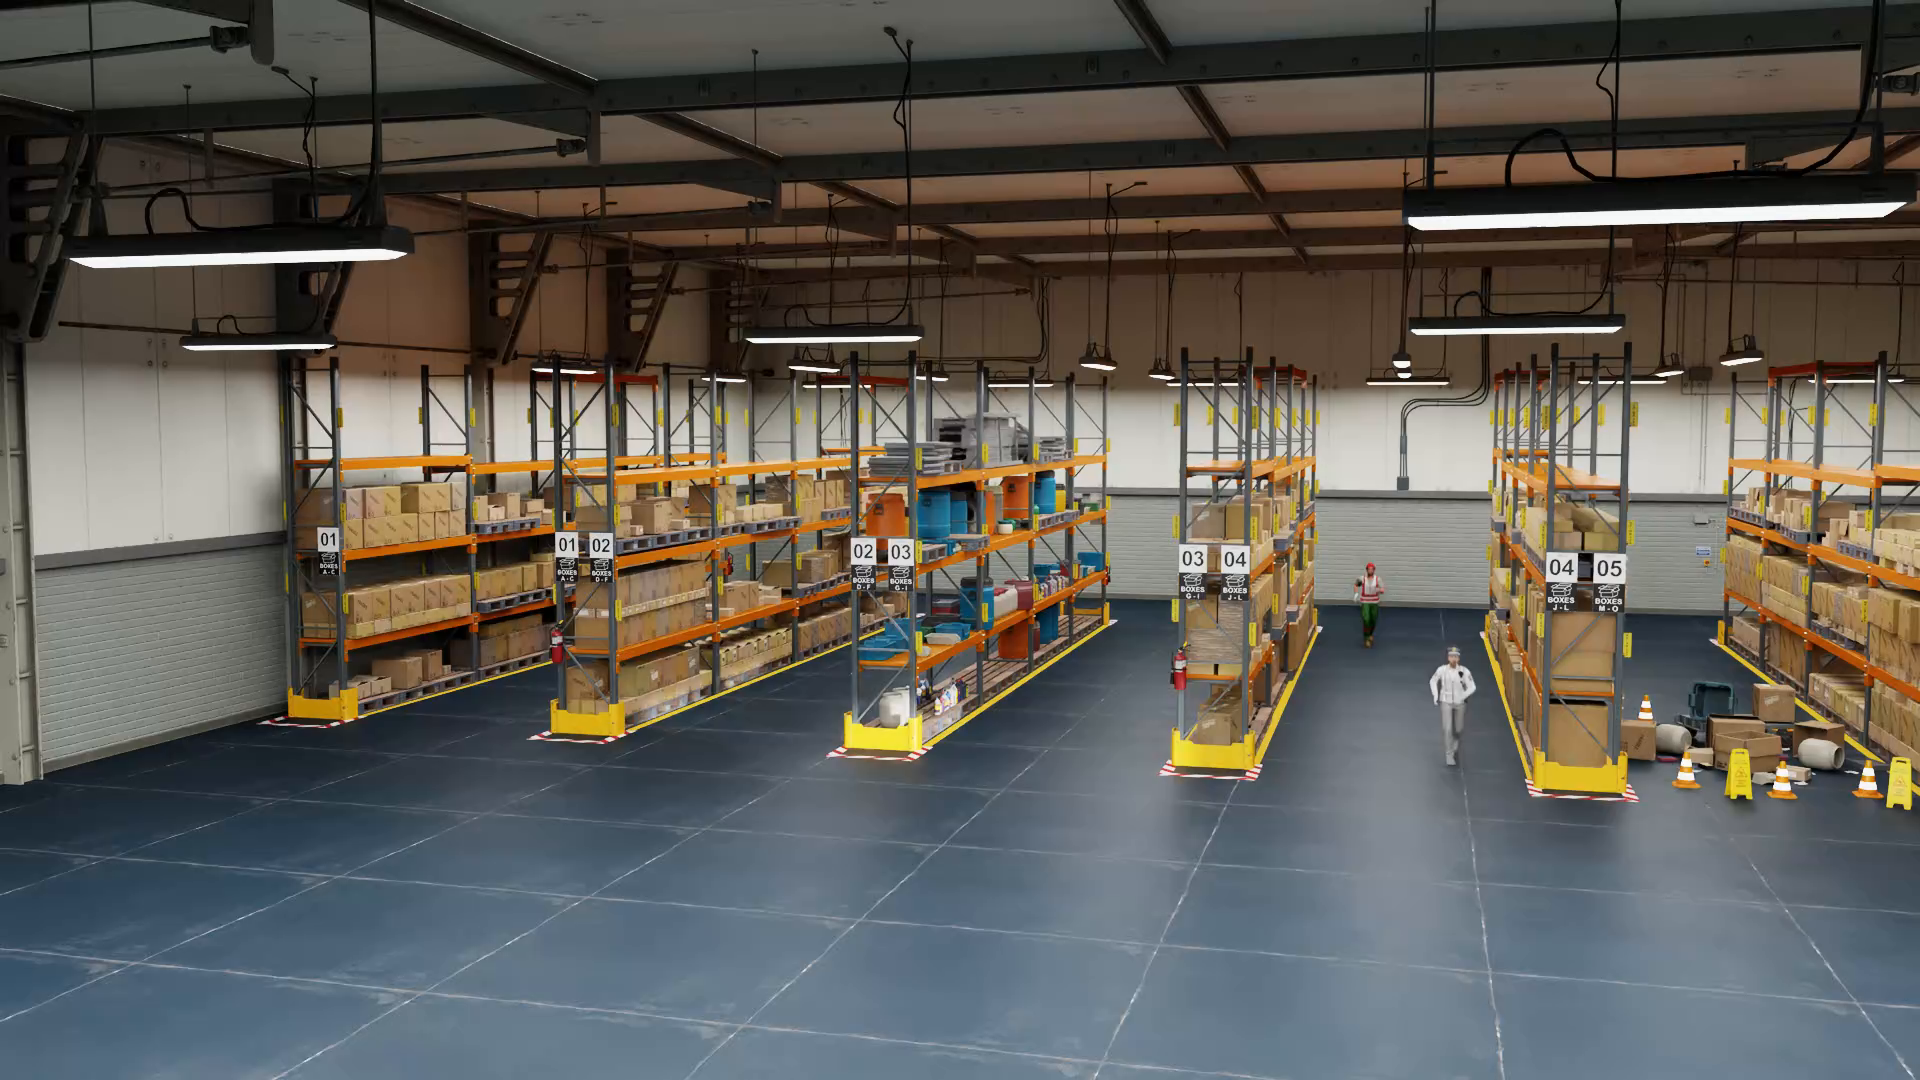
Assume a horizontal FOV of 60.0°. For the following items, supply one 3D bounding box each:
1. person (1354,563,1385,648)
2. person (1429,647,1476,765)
[{"bbox_3d":[8.992,1.404,36.498,0.655,1.806,0.938,0,4,6],"label":"person"},{"bbox_3d":[7.148,2.377,24.225,0.599,1.671,0.857,1,4,14],"label":"person"}]
